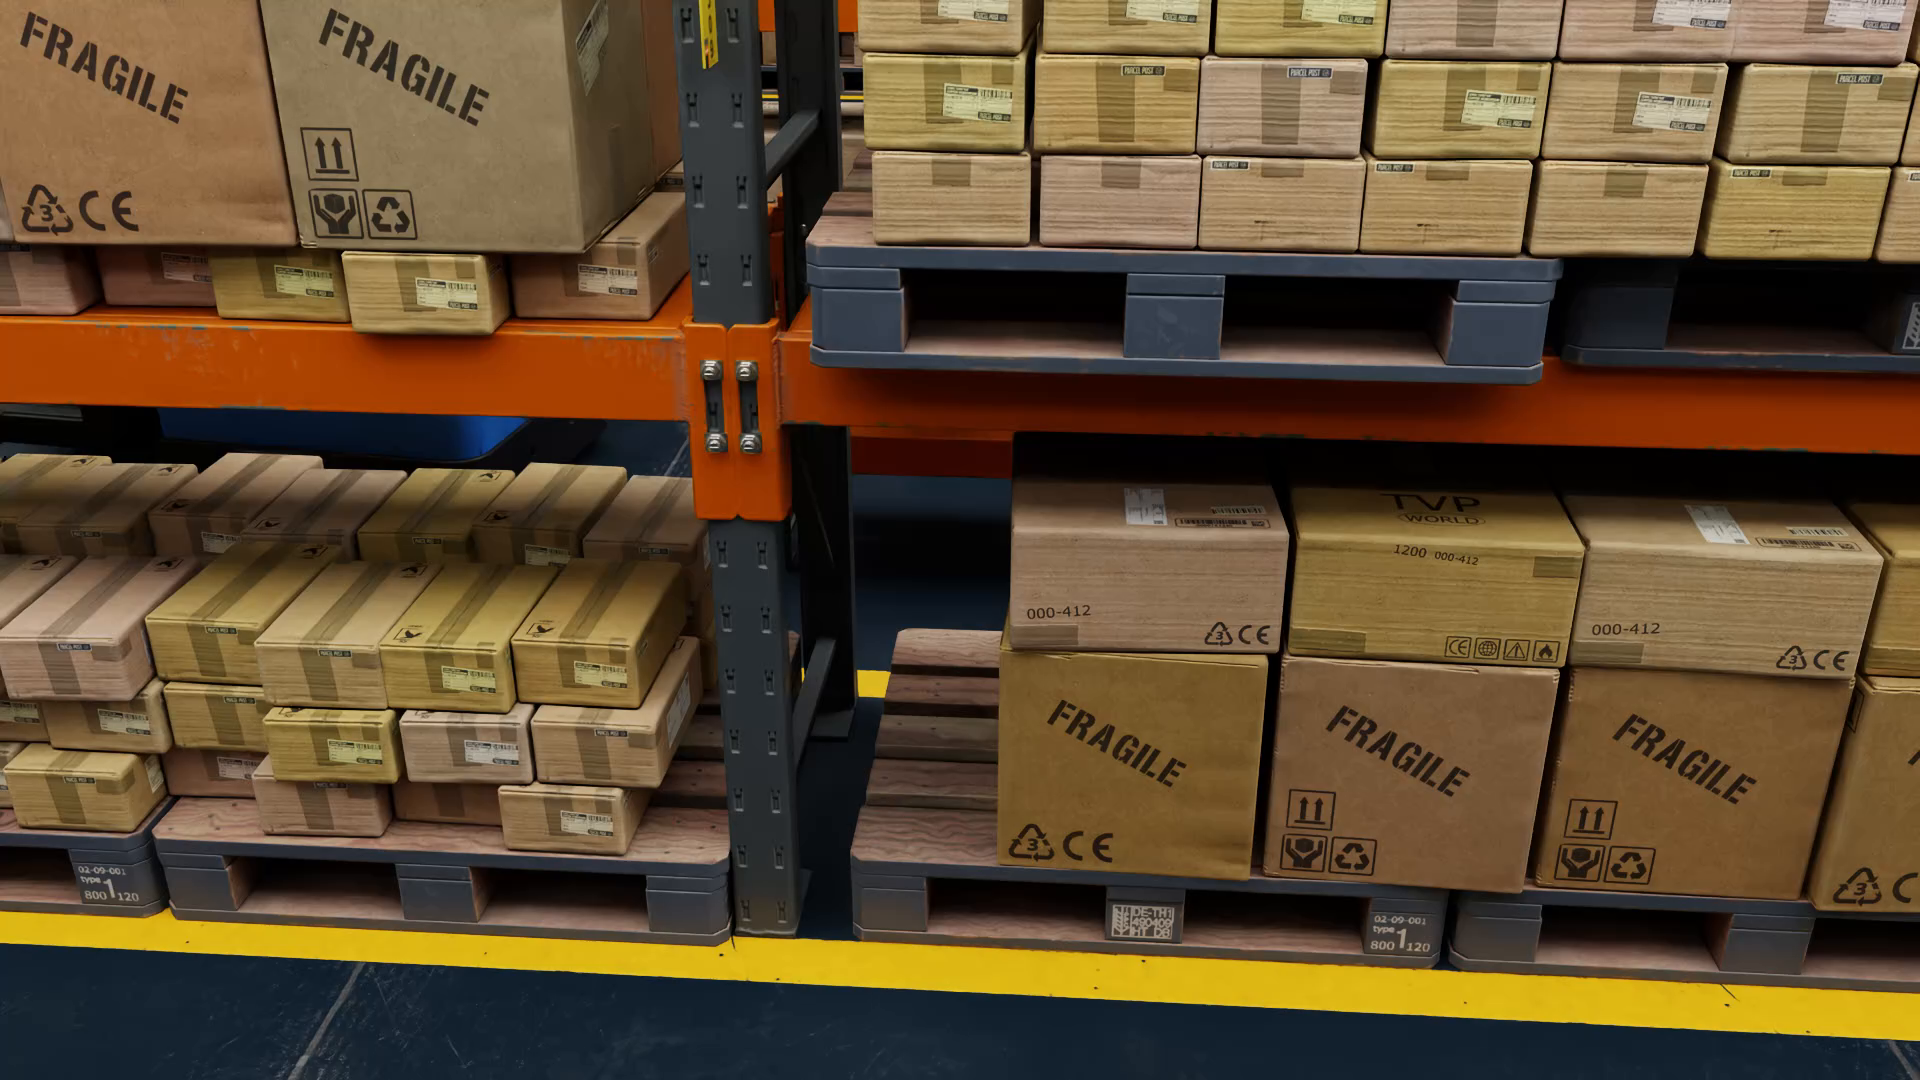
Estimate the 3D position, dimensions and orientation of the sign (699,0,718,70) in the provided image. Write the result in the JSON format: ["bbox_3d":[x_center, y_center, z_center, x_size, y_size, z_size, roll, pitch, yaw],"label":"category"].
[{"bbox_3d":[-0.400,-0.911,2.606,0.005,0.325,0.100,2,25,4],"label":"sign"}]

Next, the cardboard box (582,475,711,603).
[{"bbox_3d":[-0.694,-0.008,3.875,0.250,0.149,0.380,3,25,6],"label":"cardboard box"}]

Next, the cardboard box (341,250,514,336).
[{"bbox_3d":[-0.934,-0.505,3.059,0.250,0.149,0.380,1,25,3],"label":"cardboard box"}]

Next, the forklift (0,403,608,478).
[{"bbox_3d":[-2.831,-1.615,5.254,3.031,2.935,1.130,5,25,11],"label":"forklift"}]

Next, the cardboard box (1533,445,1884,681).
[{"bbox_3d":[1.390,0.028,3.192,0.500,0.250,0.500,3,25,6],"label":"cardboard box"}]

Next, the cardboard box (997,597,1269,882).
[{"bbox_3d":[0.350,0.335,3.422,0.500,0.500,0.500,3,25,6],"label":"cardboard box"}]

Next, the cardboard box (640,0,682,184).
[{"bbox_3d":[-0.841,-1.046,3.459,0.500,0.500,0.500,1,25,3],"label":"cardboard box"}]

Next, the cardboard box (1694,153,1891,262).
[{"bbox_3d":[1.294,-0.577,2.714,0.250,0.149,0.380,1,25,3],"label":"cardboard box"}]

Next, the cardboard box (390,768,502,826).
[{"bbox_3d":[-1.036,0.446,3.600,0.250,0.149,0.380,3,25,5],"label":"cardboard box"}]

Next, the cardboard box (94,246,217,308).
[{"bbox_3d":[-1.448,-0.575,3.212,0.250,0.149,0.380,1,25,3],"label":"cardboard box"}]

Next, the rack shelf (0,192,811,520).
[{"bbox_3d":[-2.360,-0.482,3.569,4.000,0.370,1.077,2,25,4],"label":"rack shelf"}]

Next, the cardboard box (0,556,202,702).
[{"bbox_3d":[-1.777,0.179,3.469,0.250,0.149,0.380,1,25,1],"label":"cardboard box"}]

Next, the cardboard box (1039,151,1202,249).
[{"bbox_3d":[0.268,-0.610,2.786,0.250,0.149,0.380,2,25,5],"label":"cardboard box"}]

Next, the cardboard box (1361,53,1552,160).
[{"bbox_3d":[0.767,-0.728,2.686,0.250,0.149,0.380,1,25,2],"label":"cardboard box"}]

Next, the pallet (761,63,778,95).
[{"bbox_3d":[-1.616,-3.673,12.980,1.213,0.211,1.003,2,25,4],"label":"pallet"}]

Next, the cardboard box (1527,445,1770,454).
[{"bbox_3d":[1.436,-0.189,3.663,0.500,0.250,0.500,1,25,2],"label":"cardboard box"}]

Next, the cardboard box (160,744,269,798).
[{"bbox_3d":[-1.558,0.406,3.688,0.250,0.149,0.380,1,25,3],"label":"cardboard box"}]

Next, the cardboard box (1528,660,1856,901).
[{"bbox_3d":[1.401,0.362,3.363,0.500,0.500,0.500,2,25,5],"label":"cardboard box"}]

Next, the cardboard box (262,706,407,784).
[{"bbox_3d":[-1.244,0.343,3.469,0.250,0.149,0.380,1,25,2],"label":"cardboard box"}]

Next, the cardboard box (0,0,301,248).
[{"bbox_3d":[-1.388,-0.840,3.011,0.500,0.500,0.500,1,25,3],"label":"cardboard box"}]

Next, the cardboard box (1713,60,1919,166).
[{"bbox_3d":[1.300,-0.712,2.651,0.250,0.149,0.380,1,25,3],"label":"cardboard box"}]

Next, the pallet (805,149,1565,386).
[{"bbox_3d":[0.385,-0.572,3.134,1.213,0.211,1.003,2,25,4],"label":"pallet"}]

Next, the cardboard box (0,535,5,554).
[{"bbox_3d":[-2.286,0.122,3.593,0.250,0.149,0.380,2,25,4],"label":"cardboard box"}]

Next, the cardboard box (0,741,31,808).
[{"bbox_3d":[-2.070,0.420,3.657,0.250,0.149,0.380,2,25,5],"label":"cardboard box"}]

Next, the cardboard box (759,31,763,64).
[{"bbox_3d":[-1.728,-3.902,12.629,0.500,0.500,0.500,2,25,5],"label":"cardboard box"}]

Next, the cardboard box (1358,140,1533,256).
[{"bbox_3d":[0.768,-0.592,2.747,0.250,0.149,0.380,2,25,5],"label":"cardboard box"}]

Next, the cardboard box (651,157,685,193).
[{"bbox_3d":[-0.623,-0.776,3.648,0.250,0.149,0.380,3,25,6],"label":"cardboard box"}]

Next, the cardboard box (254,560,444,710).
[{"bbox_3d":[-1.247,0.190,3.445,0.250,0.149,0.380,2,25,4],"label":"cardboard box"}]

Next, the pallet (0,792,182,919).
[{"bbox_3d":[-2.258,0.478,3.959,1.213,0.211,1.003,2,25,4],"label":"pallet"}]

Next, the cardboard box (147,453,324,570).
[{"bbox_3d":[-1.729,-0.070,4.010,0.250,0.149,0.380,2,25,5],"label":"cardboard box"}]

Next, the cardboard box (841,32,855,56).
[{"bbox_3d":[-0.785,-3.909,13.064,0.250,0.149,0.380,2,25,3],"label":"cardboard box"}]

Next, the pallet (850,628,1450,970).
[{"bbox_3d":[0.410,0.547,3.809,1.213,0.211,1.003,2,25,4],"label":"pallet"}]

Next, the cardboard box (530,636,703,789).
[{"bbox_3d":[-0.704,0.347,3.459,0.250,0.149,0.380,2,25,5],"label":"cardboard box"}]

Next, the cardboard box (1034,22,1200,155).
[{"bbox_3d":[0.250,-0.744,2.722,0.250,0.149,0.380,1,25,3],"label":"cardboard box"}]

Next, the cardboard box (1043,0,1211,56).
[{"bbox_3d":[0.270,-0.881,2.662,0.250,0.149,0.380,3,25,5],"label":"cardboard box"}]

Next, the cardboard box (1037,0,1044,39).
[{"bbox_3d":[0.046,-1.026,3.333,0.250,0.149,0.380,3,25,6],"label":"cardboard box"}]

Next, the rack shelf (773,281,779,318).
[{"bbox_3d":[-0.007,-0.777,4.893,1.000,0.278,0.538,2,25,4],"label":"rack shelf"}]

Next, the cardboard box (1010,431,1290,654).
[{"bbox_3d":[0.351,-0.006,3.266,0.500,0.250,0.500,1,25,2],"label":"cardboard box"}]

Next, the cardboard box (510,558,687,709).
[{"bbox_3d":[-0.741,0.187,3.452,0.250,0.149,0.380,3,25,5],"label":"cardboard box"}]

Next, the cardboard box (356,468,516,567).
[{"bbox_3d":[-1.220,-0.029,3.920,0.250,0.149,0.380,2,25,3],"label":"cardboard box"}]

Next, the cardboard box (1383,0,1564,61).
[{"bbox_3d":[0.774,-0.862,2.622,0.250,0.149,0.380,2,25,3],"label":"cardboard box"}]

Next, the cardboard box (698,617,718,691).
[{"bbox_3d":[-0.704,0.214,4.104,0.250,0.149,0.380,1,25,2],"label":"cardboard box"}]

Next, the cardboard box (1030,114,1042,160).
[{"bbox_3d":[0.045,-0.891,3.396,0.250,0.149,0.380,1,25,3],"label":"cardboard box"}]

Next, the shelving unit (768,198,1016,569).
[{"bbox_3d":[-0.007,-0.511,5.015,1.048,1.125,0.538,2,25,4],"label":"shelving unit"}]

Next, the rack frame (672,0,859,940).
[{"bbox_3d":[-0.366,-0.744,3.279,0.127,3.000,1.000,2,25,4],"label":"rack frame"}]

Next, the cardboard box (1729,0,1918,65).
[{"bbox_3d":[1.281,-0.846,2.587,0.250,0.149,0.380,3,25,6],"label":"cardboard box"}]

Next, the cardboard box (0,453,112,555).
[{"bbox_3d":[-2.250,-0.068,4.006,0.250,0.149,0.380,2,25,4],"label":"cardboard box"}]

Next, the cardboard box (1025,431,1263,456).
[{"bbox_3d":[0.396,-0.222,3.734,0.500,0.250,0.500,1,25,3],"label":"cardboard box"}]

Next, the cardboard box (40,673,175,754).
[{"bbox_3d":[-1.742,0.294,3.576,0.250,0.149,0.380,2,25,5],"label":"cardboard box"}]
